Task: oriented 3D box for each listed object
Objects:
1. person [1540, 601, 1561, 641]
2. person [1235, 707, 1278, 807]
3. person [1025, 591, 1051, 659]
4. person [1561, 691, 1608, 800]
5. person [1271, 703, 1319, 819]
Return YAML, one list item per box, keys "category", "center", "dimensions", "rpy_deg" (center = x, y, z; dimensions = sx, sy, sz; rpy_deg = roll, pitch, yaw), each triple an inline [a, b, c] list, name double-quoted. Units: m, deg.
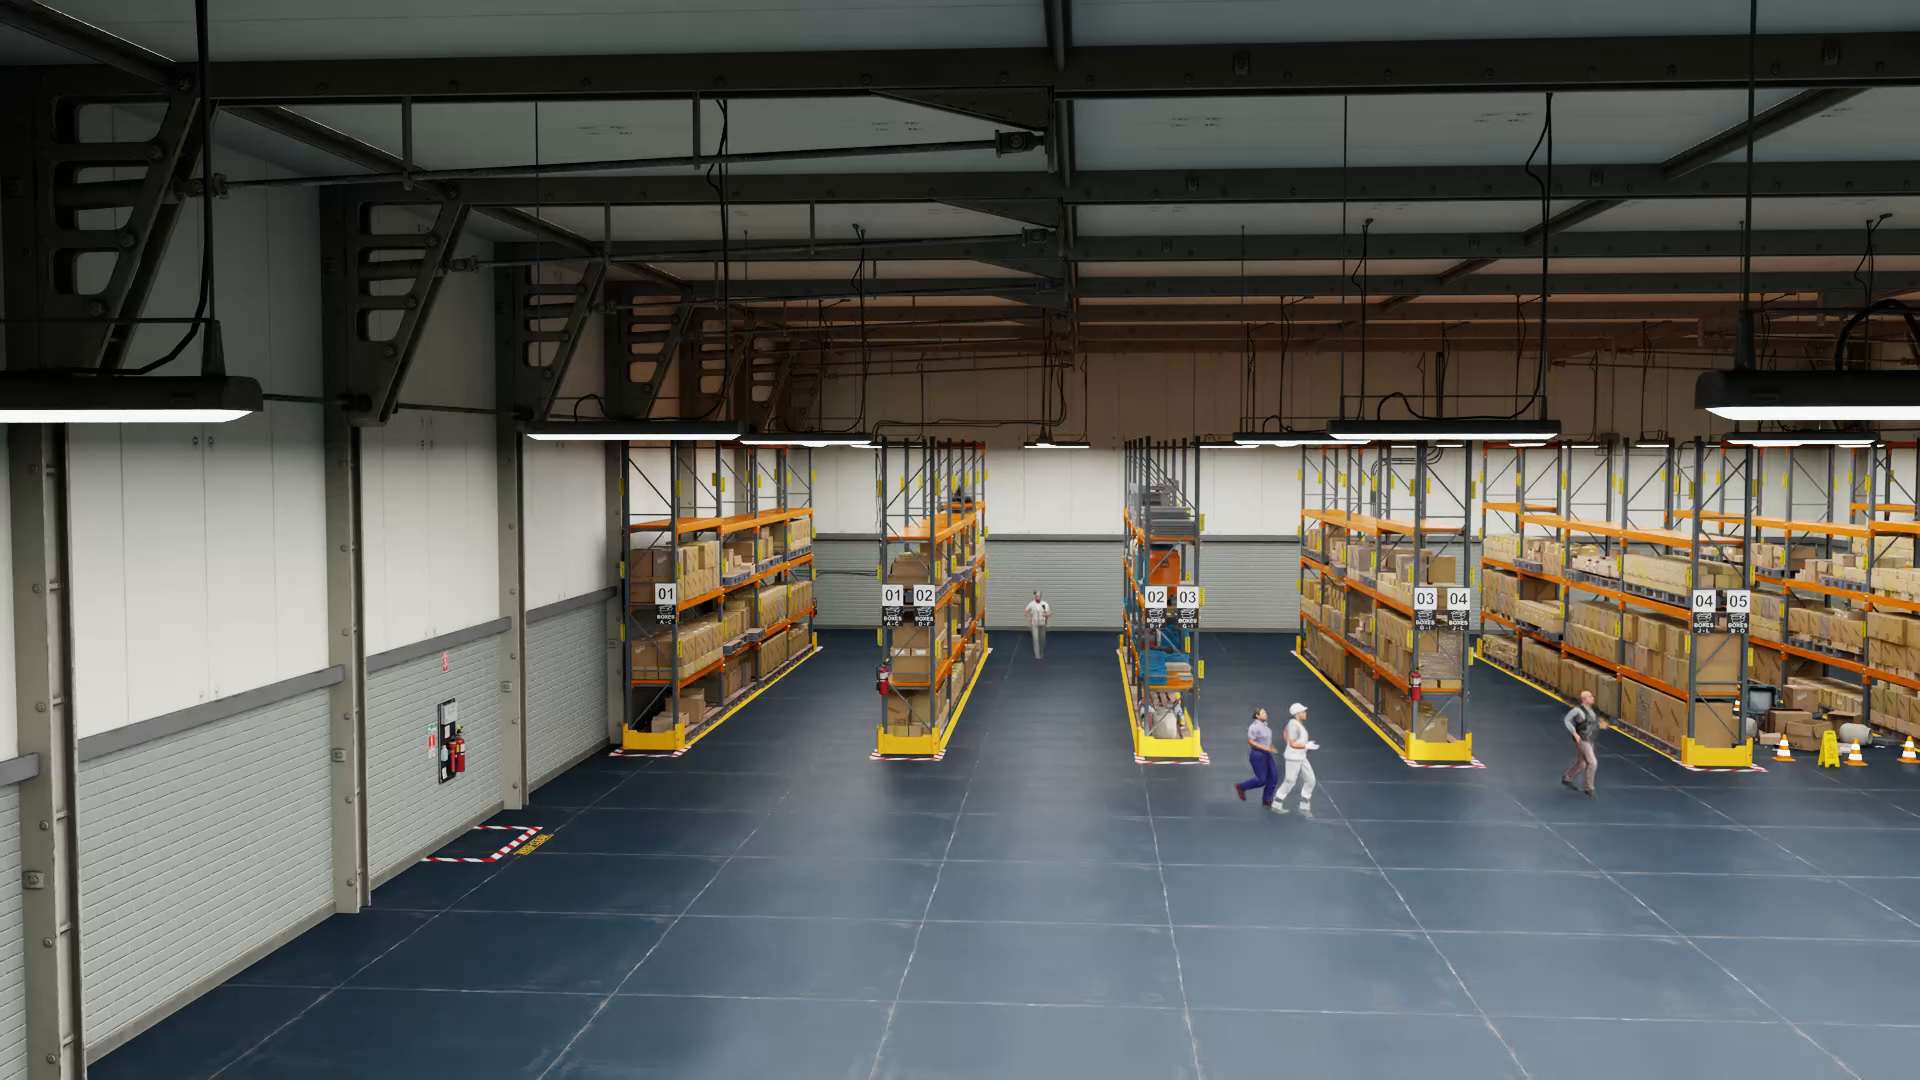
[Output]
- category: "person"
  center: [16.936, 2.259, 47.599]
  dimensions: [1.032, 1.797, 0.690]
  rpy_deg: [0, 3, 5]
- category: "person"
  center: [4.822, 3.485, 26.807]
  dimensions: [0.693, 1.597, 0.613]
  rpy_deg: [2, 4, 32]
- category: "person"
  center: [2.056, 2.229, 43.706]
  dimensions: [0.675, 1.807, 0.847]
  rpy_deg: [0, 3, -4]
- category: "person"
  center: [10.348, 3.382, 27.603]
  dimensions: [0.651, 1.774, 0.779]
  rpy_deg: [-3, 4, -41]
- category: "person"
  center: [5.221, 3.456, 25.860]
  dimensions: [0.773, 1.842, 0.632]
  rpy_deg: [2, 3, 29]
